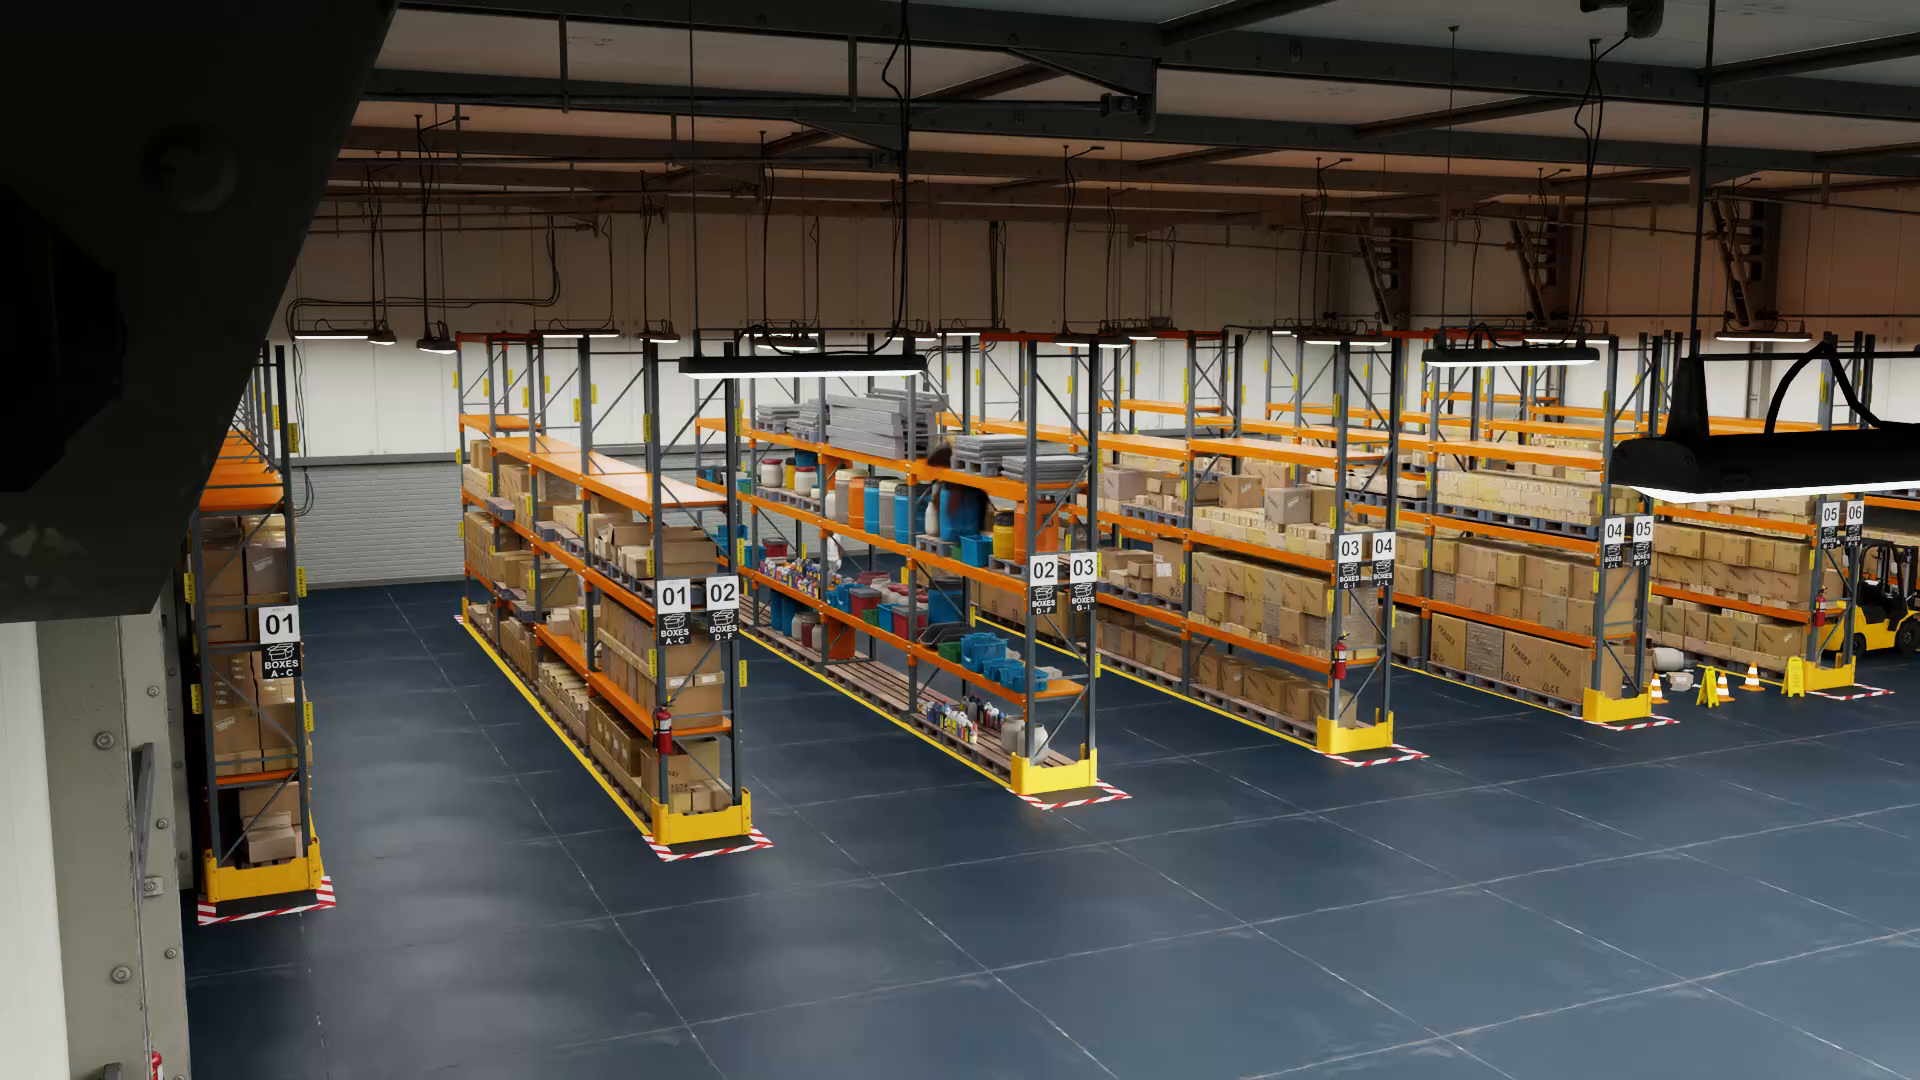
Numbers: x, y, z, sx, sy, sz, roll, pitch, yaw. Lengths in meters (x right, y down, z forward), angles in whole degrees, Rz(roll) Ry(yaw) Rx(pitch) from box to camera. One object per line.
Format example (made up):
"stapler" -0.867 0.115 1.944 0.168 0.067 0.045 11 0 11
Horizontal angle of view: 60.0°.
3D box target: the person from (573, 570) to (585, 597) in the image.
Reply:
"person" -8.163 0.697 35.292 0.664 1.719 1.060 -7 11 -44

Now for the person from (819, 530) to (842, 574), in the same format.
"person" -2.894 0.474 36.955 0.581 1.783 0.470 6 10 37
